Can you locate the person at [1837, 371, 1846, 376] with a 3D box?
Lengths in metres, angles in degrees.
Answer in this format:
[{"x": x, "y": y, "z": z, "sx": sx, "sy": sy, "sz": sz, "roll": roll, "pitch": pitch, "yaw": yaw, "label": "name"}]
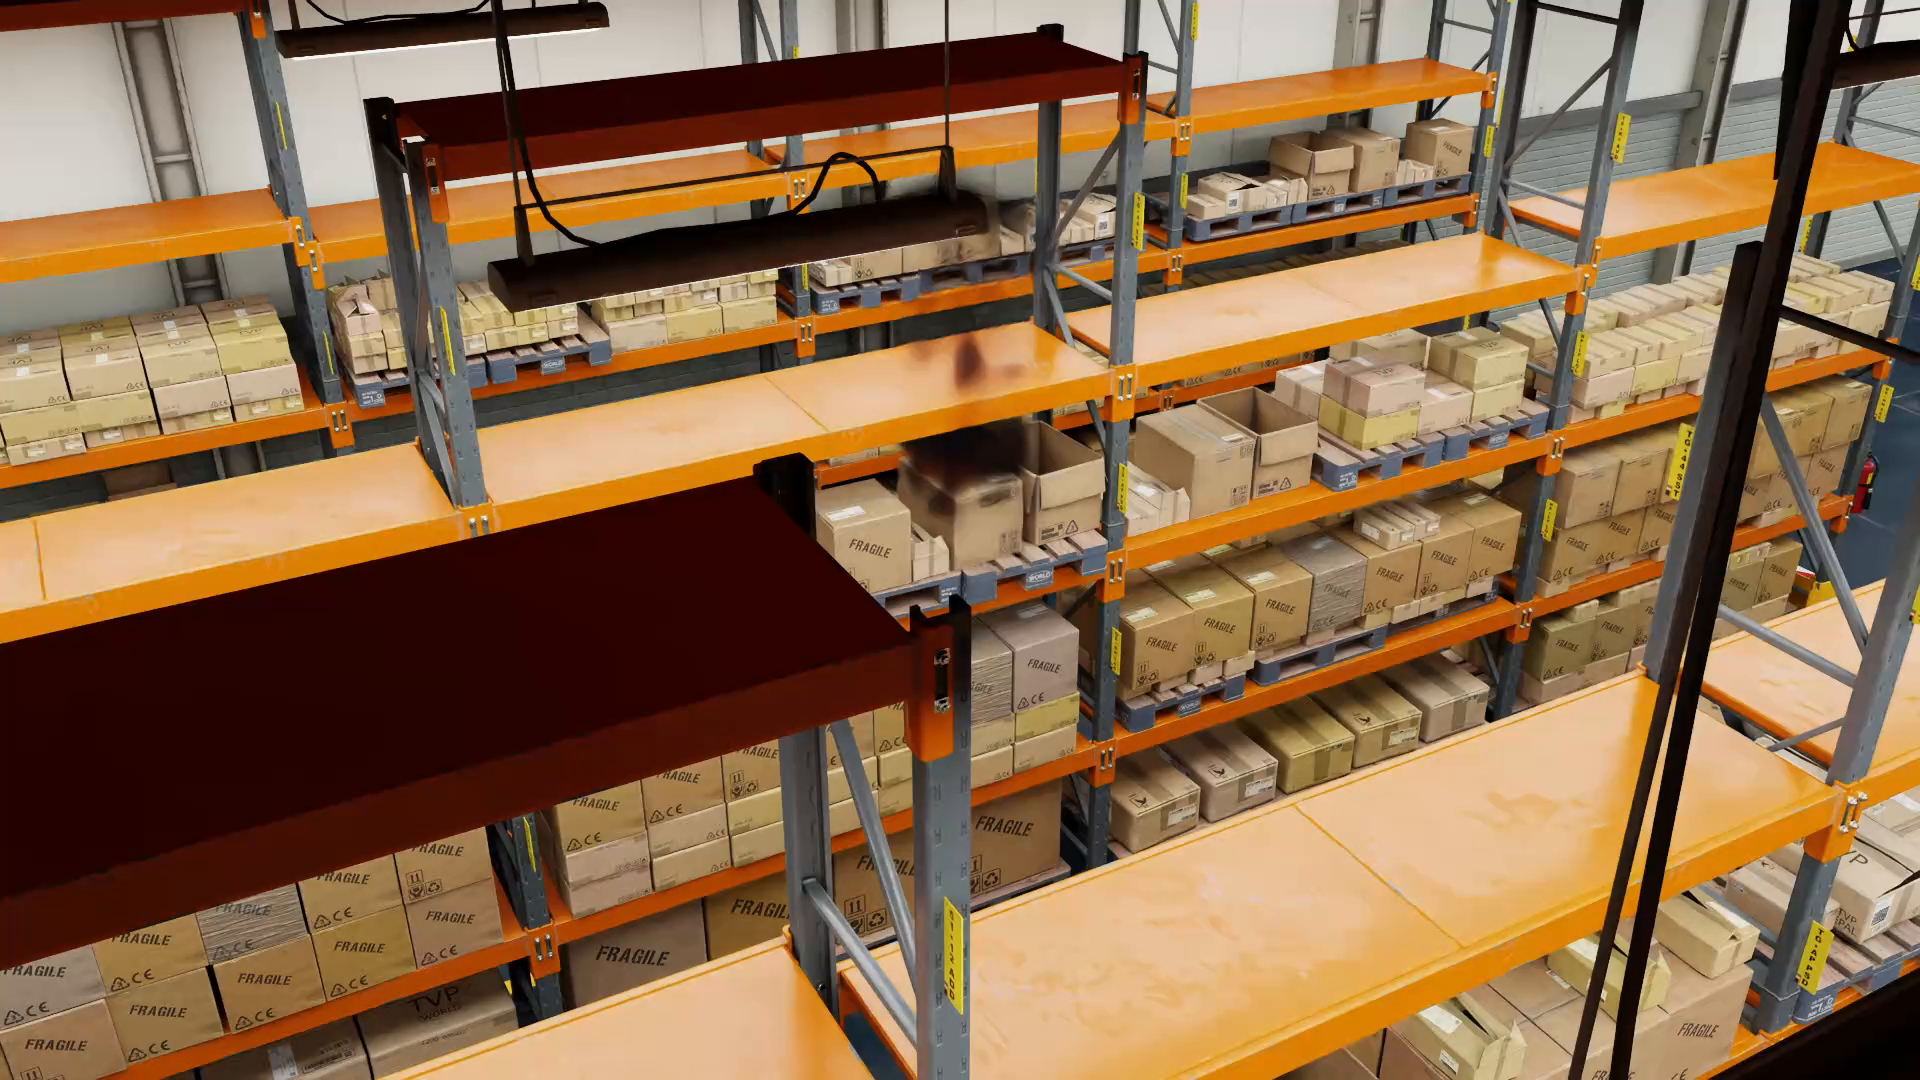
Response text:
[{"x": 10.000, "y": -2.097, "z": 19.210, "sx": 0.697, "sy": 1.737, "sz": 0.884, "roll": -17, "pitch": 32, "yaw": -29, "label": "person"}]
